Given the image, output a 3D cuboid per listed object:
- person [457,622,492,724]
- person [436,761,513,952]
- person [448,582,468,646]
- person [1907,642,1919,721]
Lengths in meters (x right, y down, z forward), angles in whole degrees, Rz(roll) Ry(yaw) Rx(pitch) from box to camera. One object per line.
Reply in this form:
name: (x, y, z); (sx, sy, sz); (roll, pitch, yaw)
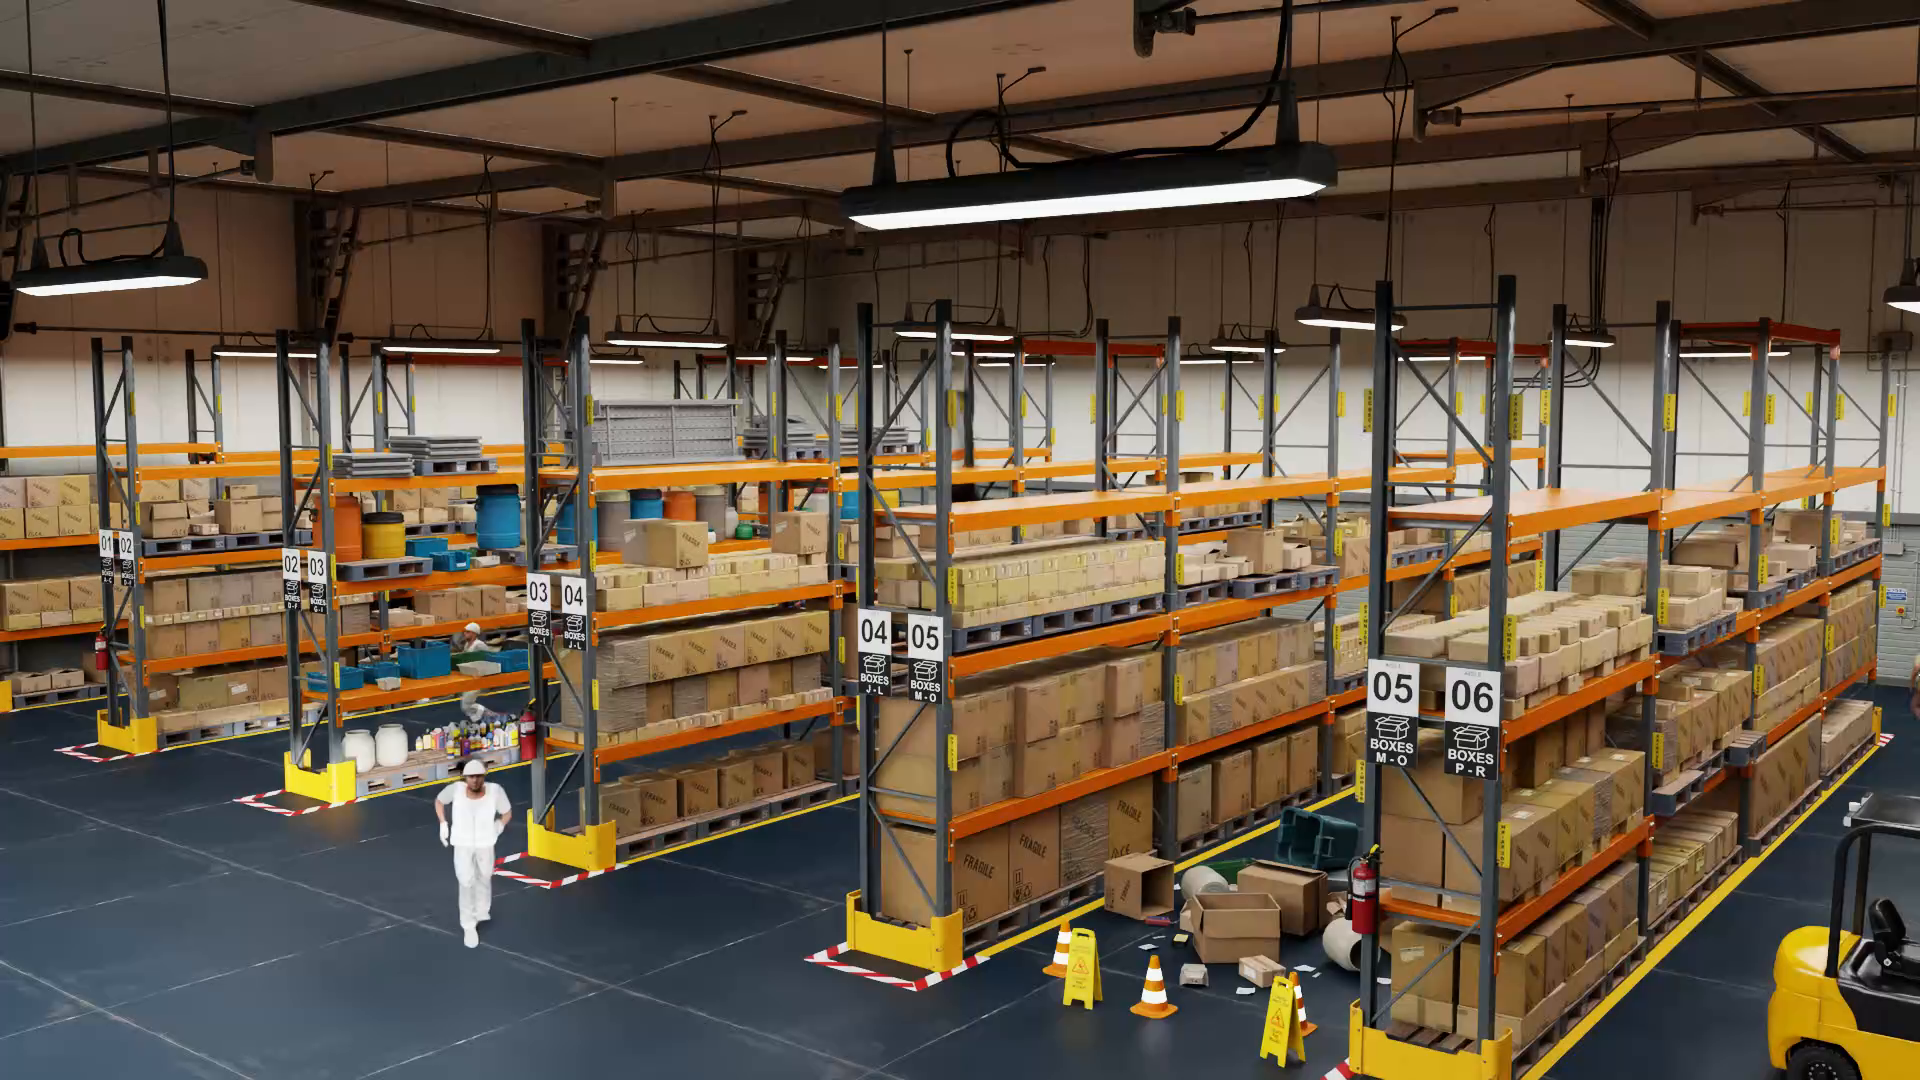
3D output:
person: (-7.390, 2.112, 25.033); (0.600, 1.741, 0.686); (-4, 6, -40)
person: (-4.622, 2.930, 15.857); (0.697, 1.767, 0.950); (-2, 5, -18)
person: (-9.614, 1.551, 32.048); (0.621, 1.649, 0.637); (2, 5, 25)
person: (14.416, 2.196, 24.834); (0.635, 1.618, 0.528); (0, 5, -4)
